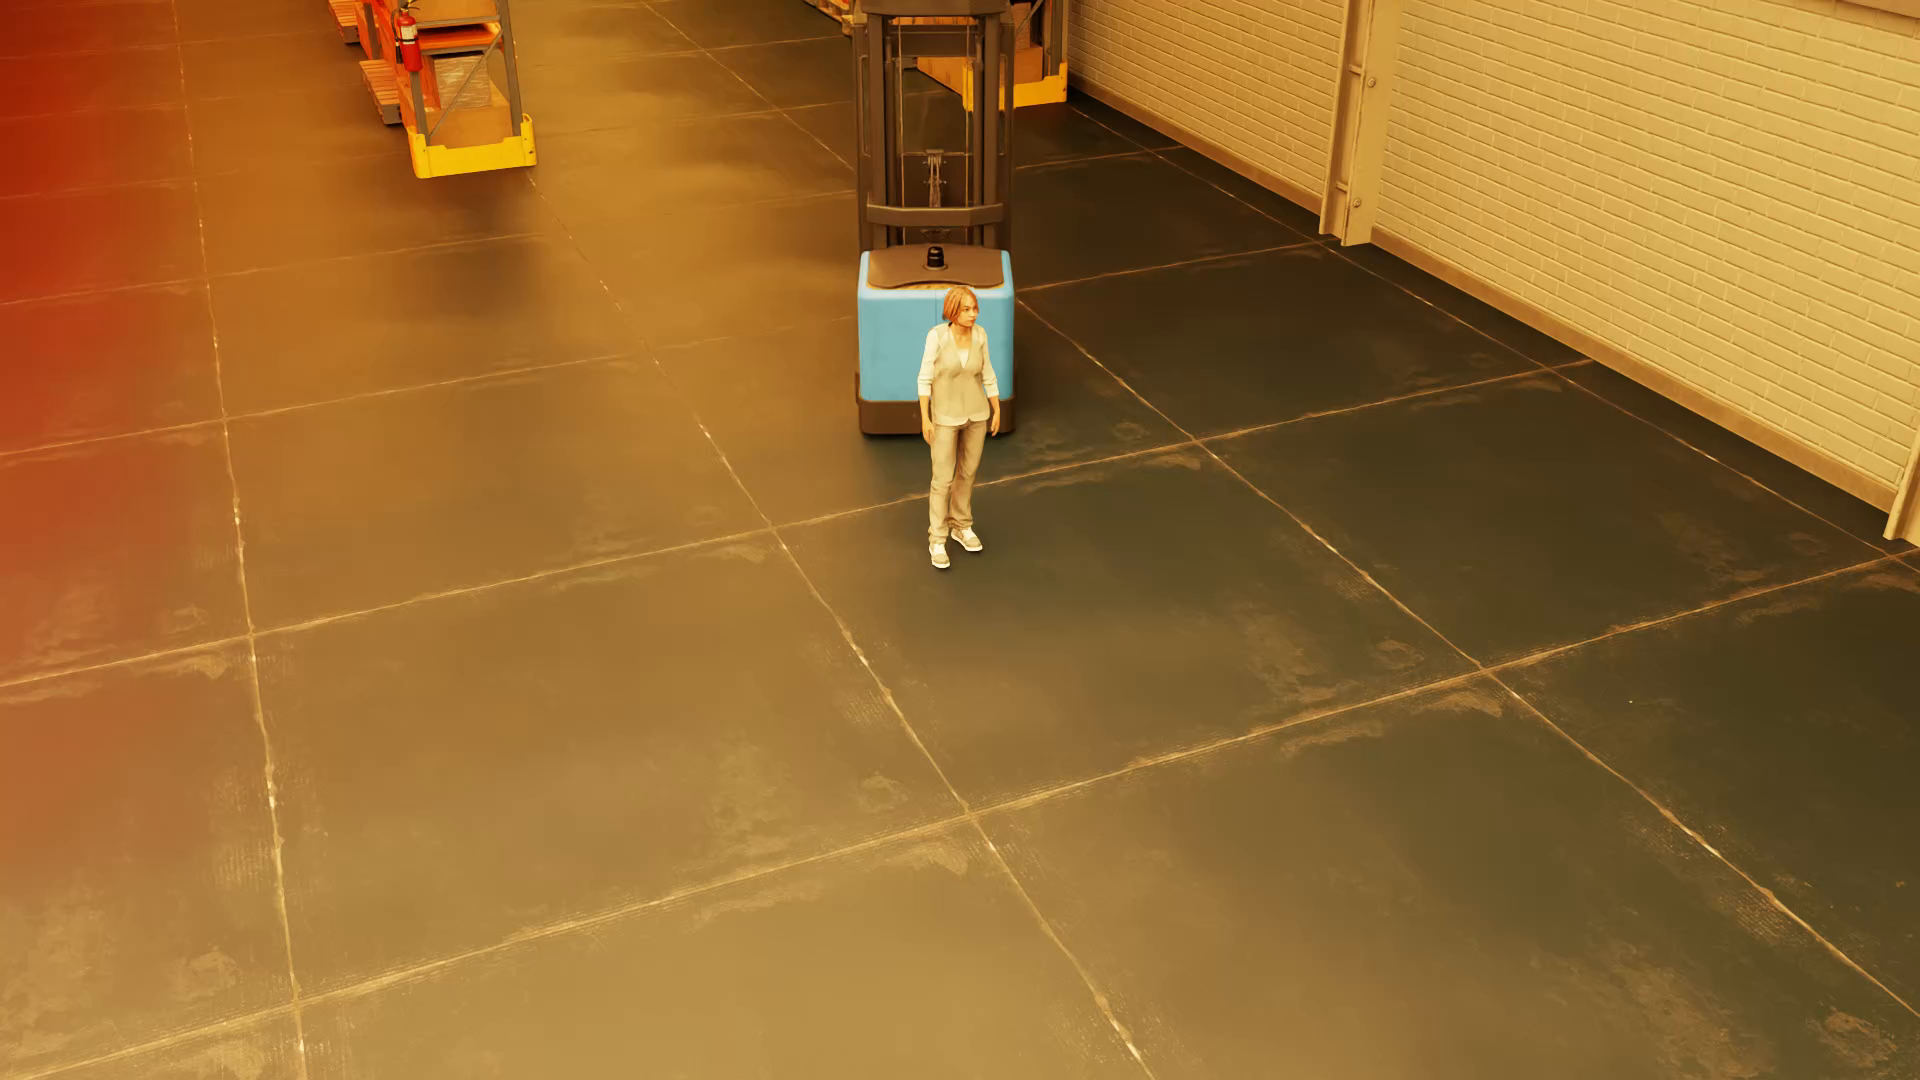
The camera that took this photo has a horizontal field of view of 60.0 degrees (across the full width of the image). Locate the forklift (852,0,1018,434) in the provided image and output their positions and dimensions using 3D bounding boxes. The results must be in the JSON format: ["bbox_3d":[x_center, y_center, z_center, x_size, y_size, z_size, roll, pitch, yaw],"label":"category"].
[{"bbox_3d":[-0.182,-2.676,11.800,1.130,2.935,3.031,-1,30,-1],"label":"forklift"}]

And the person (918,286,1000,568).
[{"bbox_3d":[0.016,-0.663,9.609,0.520,1.597,0.475,-12,32,-20],"label":"person"}]
